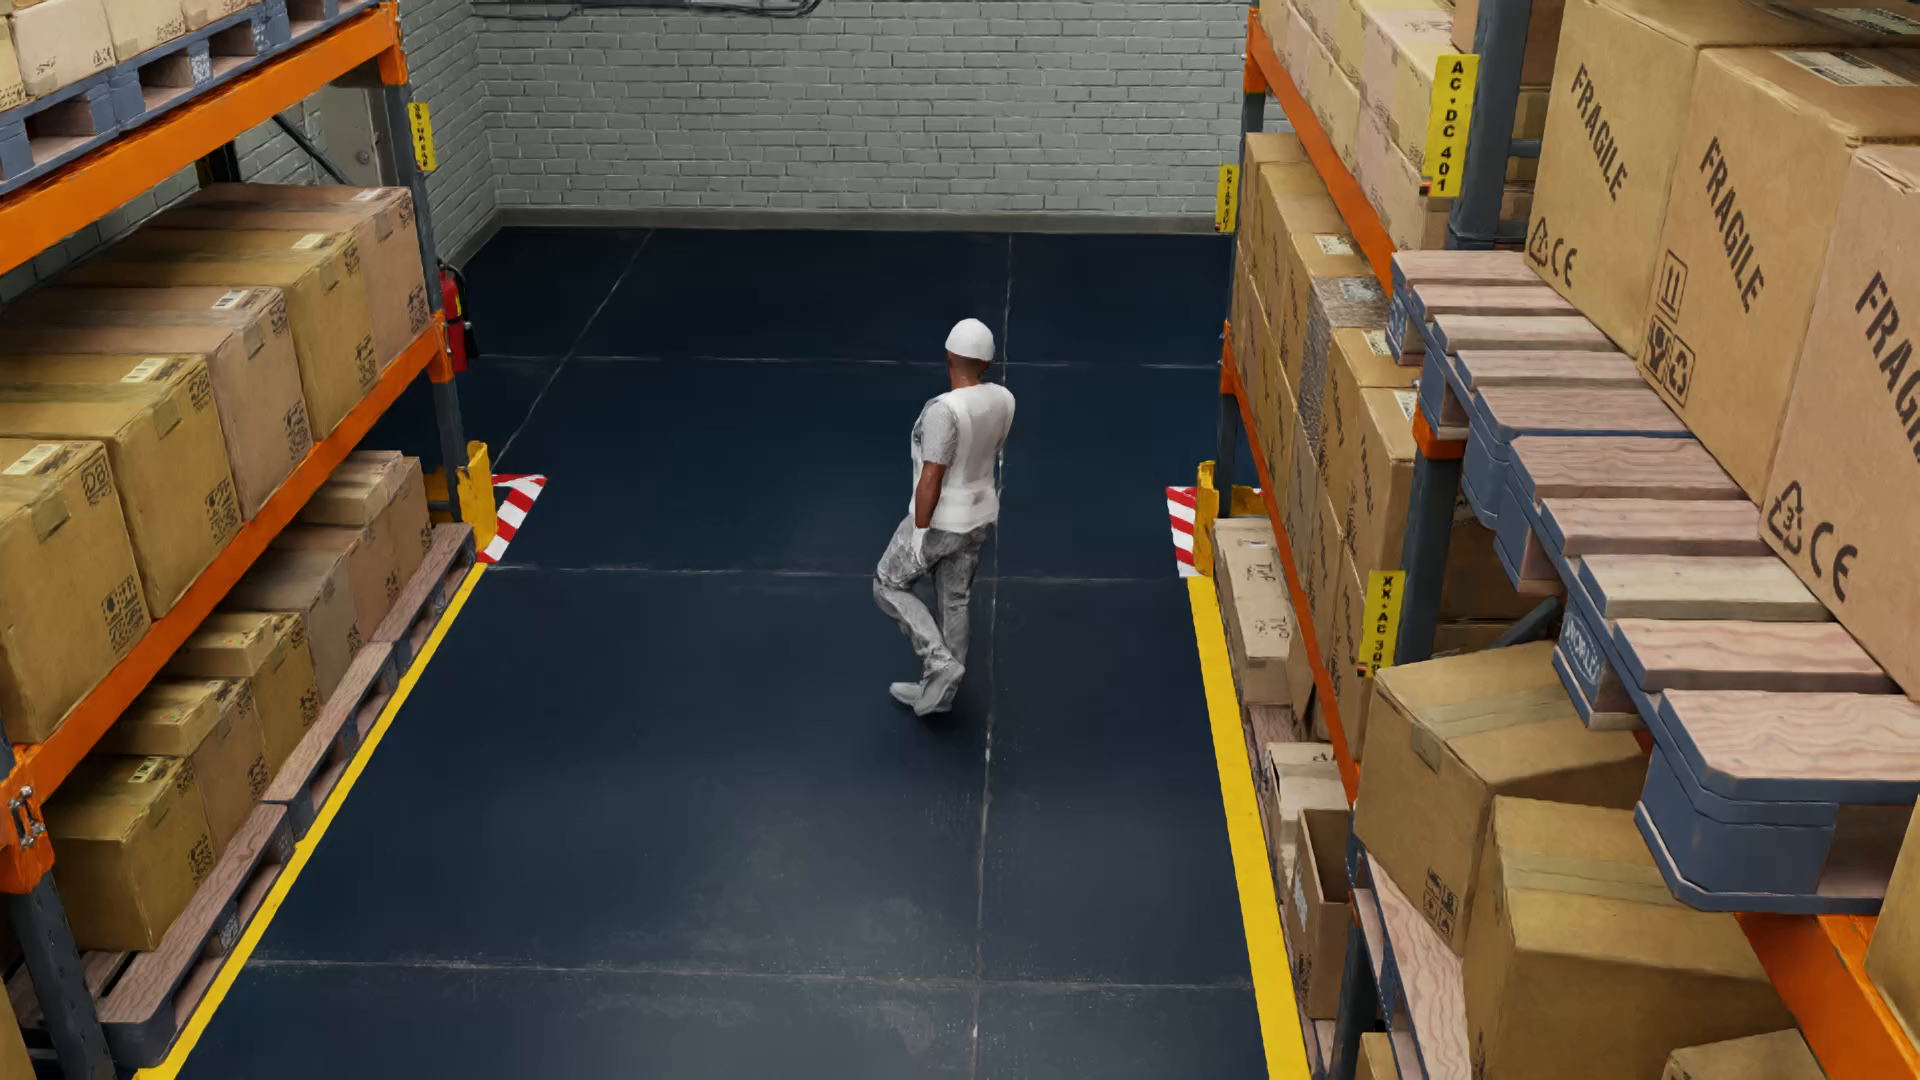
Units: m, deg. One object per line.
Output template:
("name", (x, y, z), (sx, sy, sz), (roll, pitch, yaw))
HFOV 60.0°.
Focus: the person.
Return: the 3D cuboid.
("person", (-0.059, -0.081, 7.262), (0.511, 1.748, 0.726), (19, 33, 32))
